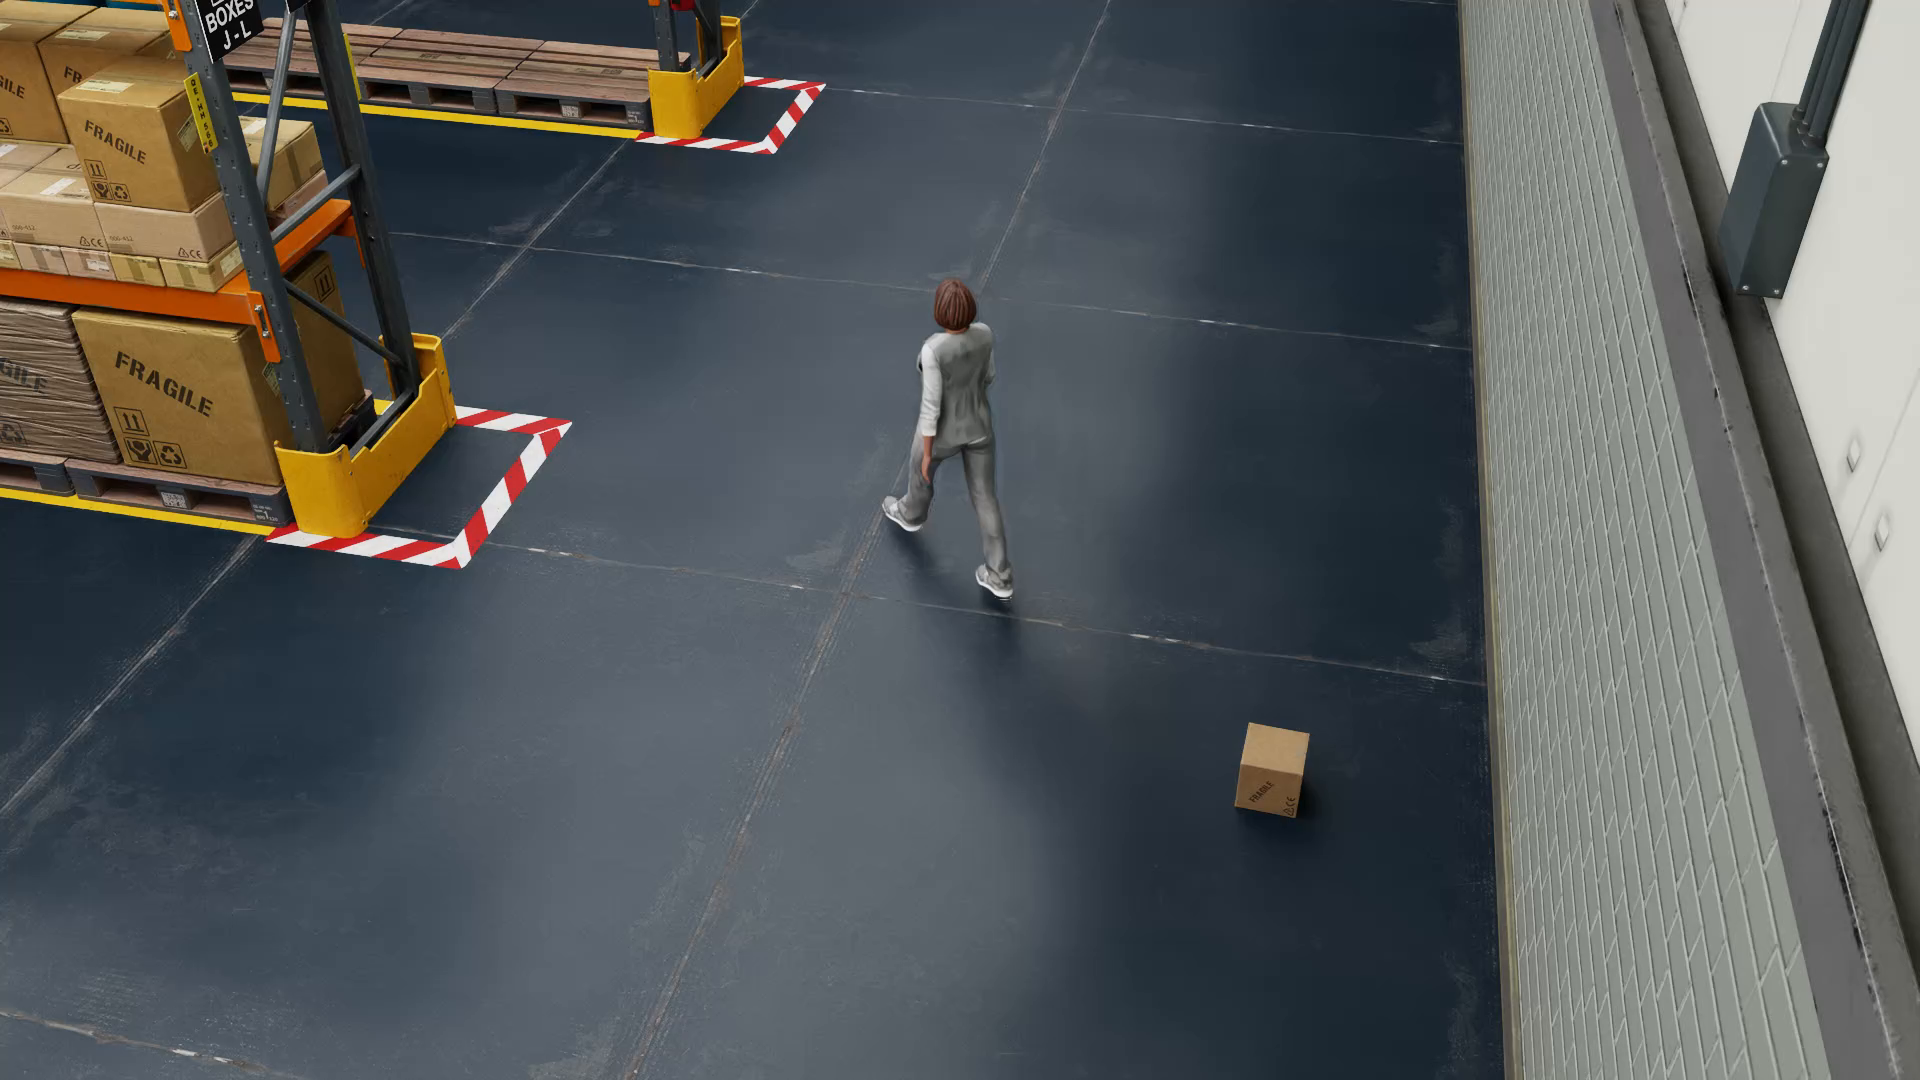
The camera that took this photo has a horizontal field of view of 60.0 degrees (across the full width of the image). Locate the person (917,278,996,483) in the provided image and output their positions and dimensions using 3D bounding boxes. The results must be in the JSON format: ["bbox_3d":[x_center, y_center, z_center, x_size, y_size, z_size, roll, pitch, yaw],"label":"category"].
[{"bbox_3d":[-0.040,-0.776,7.498,0.446,0.918,0.419,-15,40,-19],"label":"person"}]
